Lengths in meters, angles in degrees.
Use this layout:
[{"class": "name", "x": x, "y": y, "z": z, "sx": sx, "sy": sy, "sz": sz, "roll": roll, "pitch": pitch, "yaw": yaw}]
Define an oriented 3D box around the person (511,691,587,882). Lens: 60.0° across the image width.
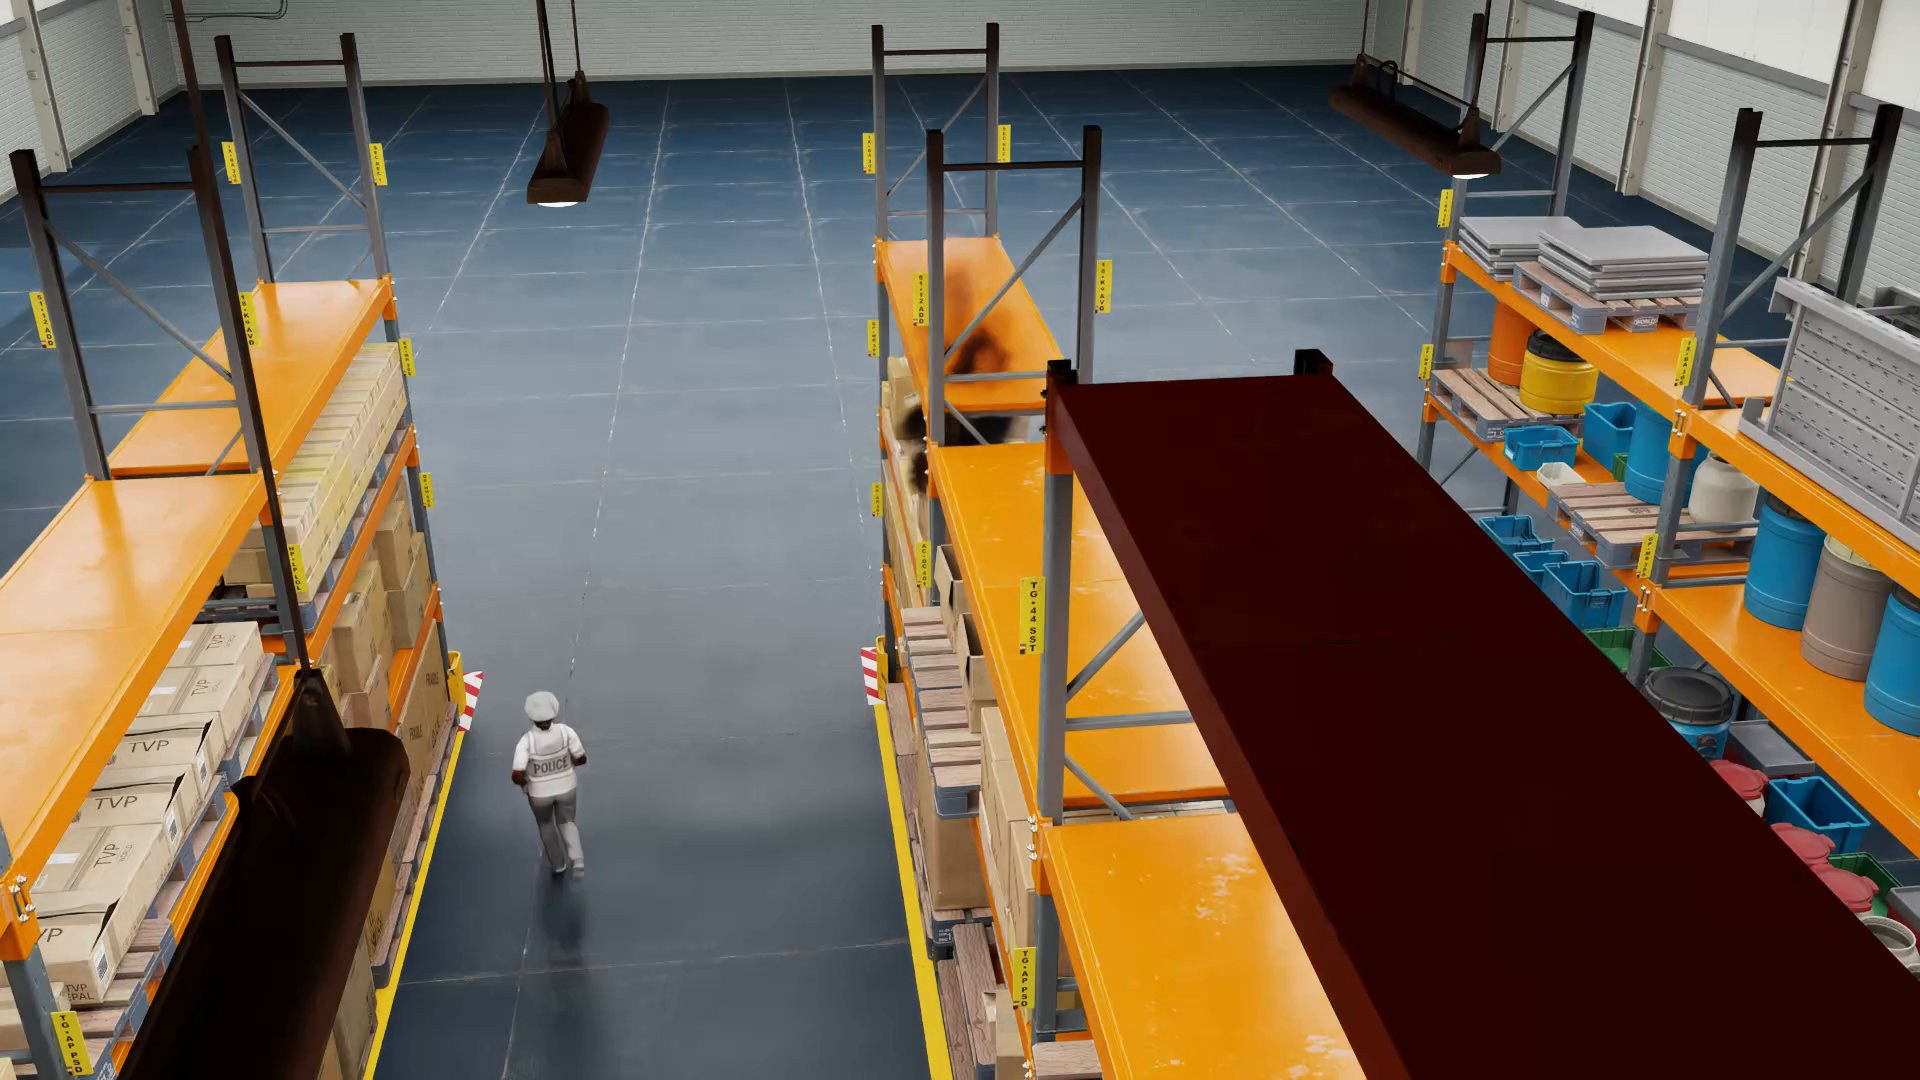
[{"class": "person", "x": -3.089, "y": 1.910, "z": 12.584, "sx": 0.579, "sy": 1.682, "sz": 0.764, "roll": -11, "pitch": 28, "yaw": -22}]
